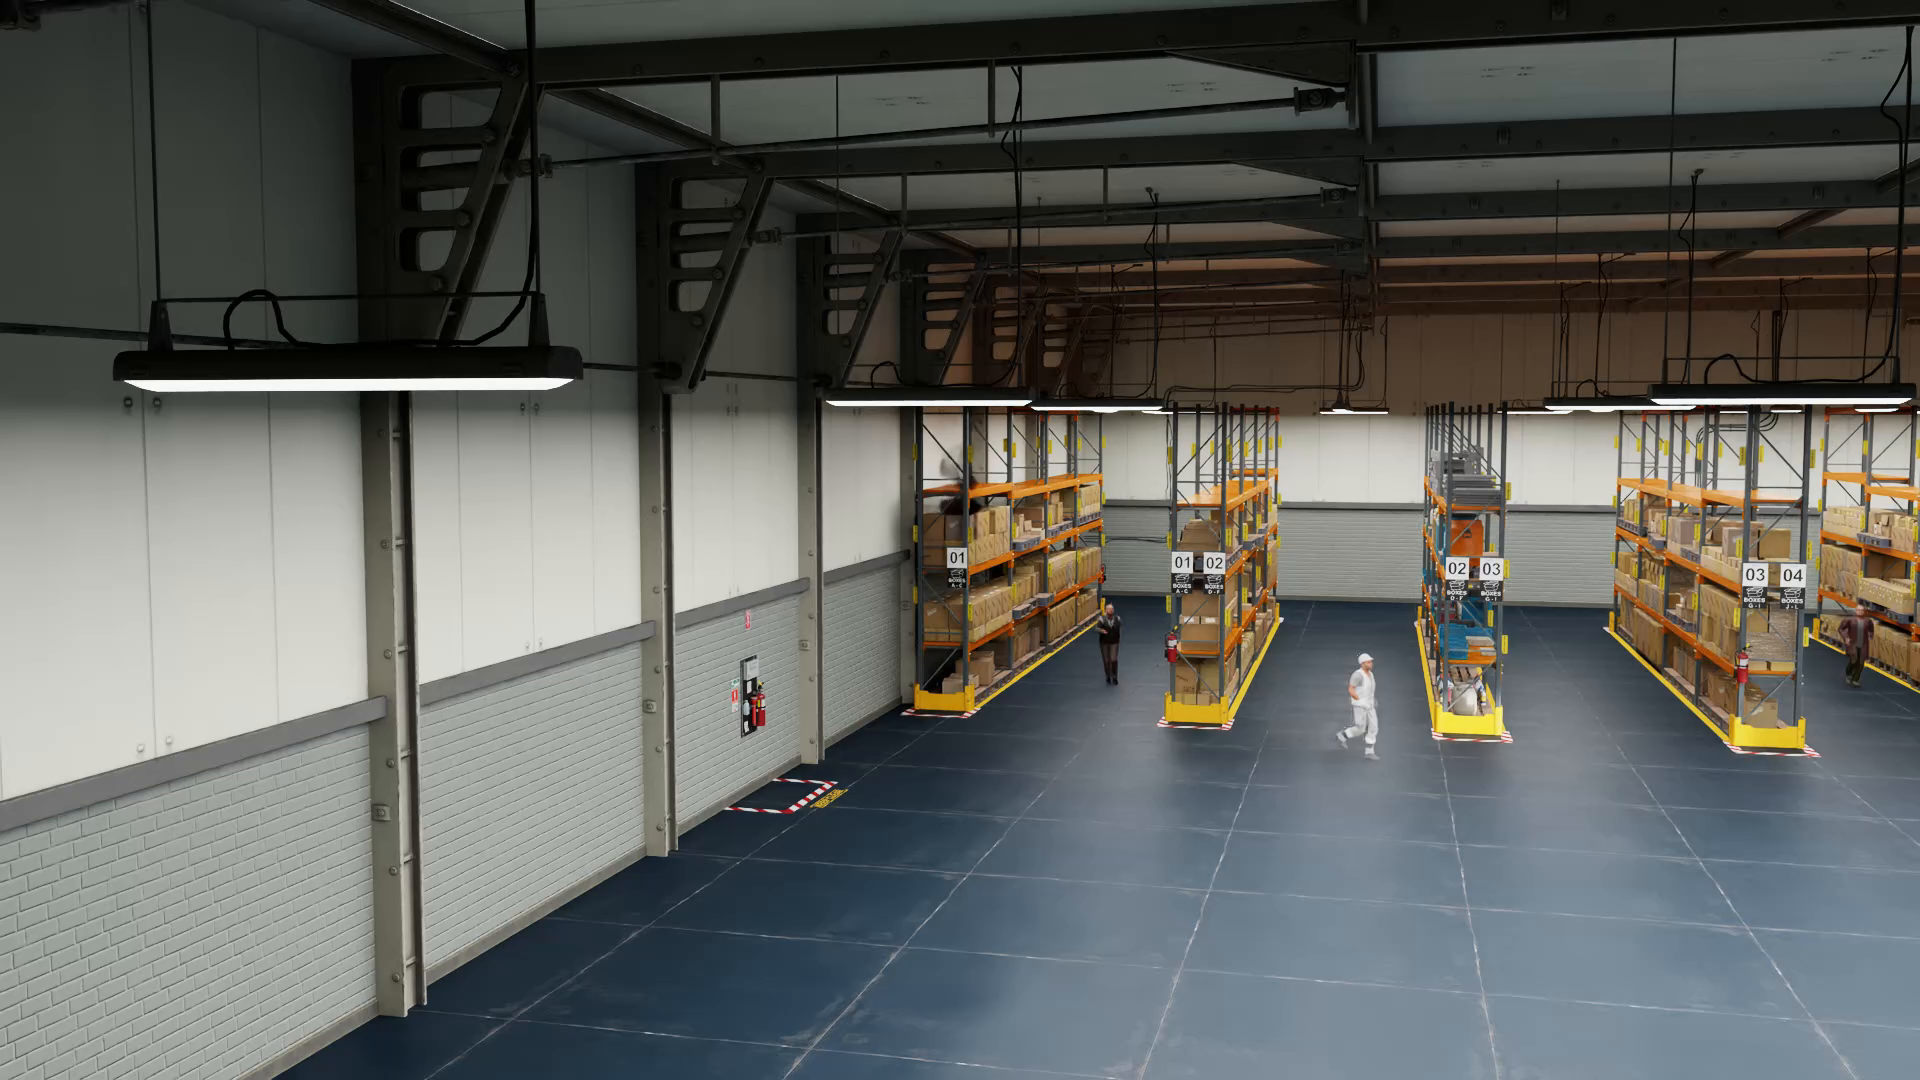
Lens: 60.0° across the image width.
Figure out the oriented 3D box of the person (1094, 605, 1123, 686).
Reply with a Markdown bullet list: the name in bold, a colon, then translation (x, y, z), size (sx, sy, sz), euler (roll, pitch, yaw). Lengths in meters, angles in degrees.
- **person**: translation (3.184, 2.257, 35.541), size (0.626, 1.759, 0.720), euler (0, 4, 3)

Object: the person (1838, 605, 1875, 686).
- **person**: translation (18.996, 2.247, 35.187), size (0.685, 1.730, 0.622), euler (1, 4, 13)

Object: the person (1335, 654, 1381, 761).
- **person**: translation (6.711, 2.789, 27.939), size (0.659, 1.783, 0.833), euler (-4, 6, -45)
